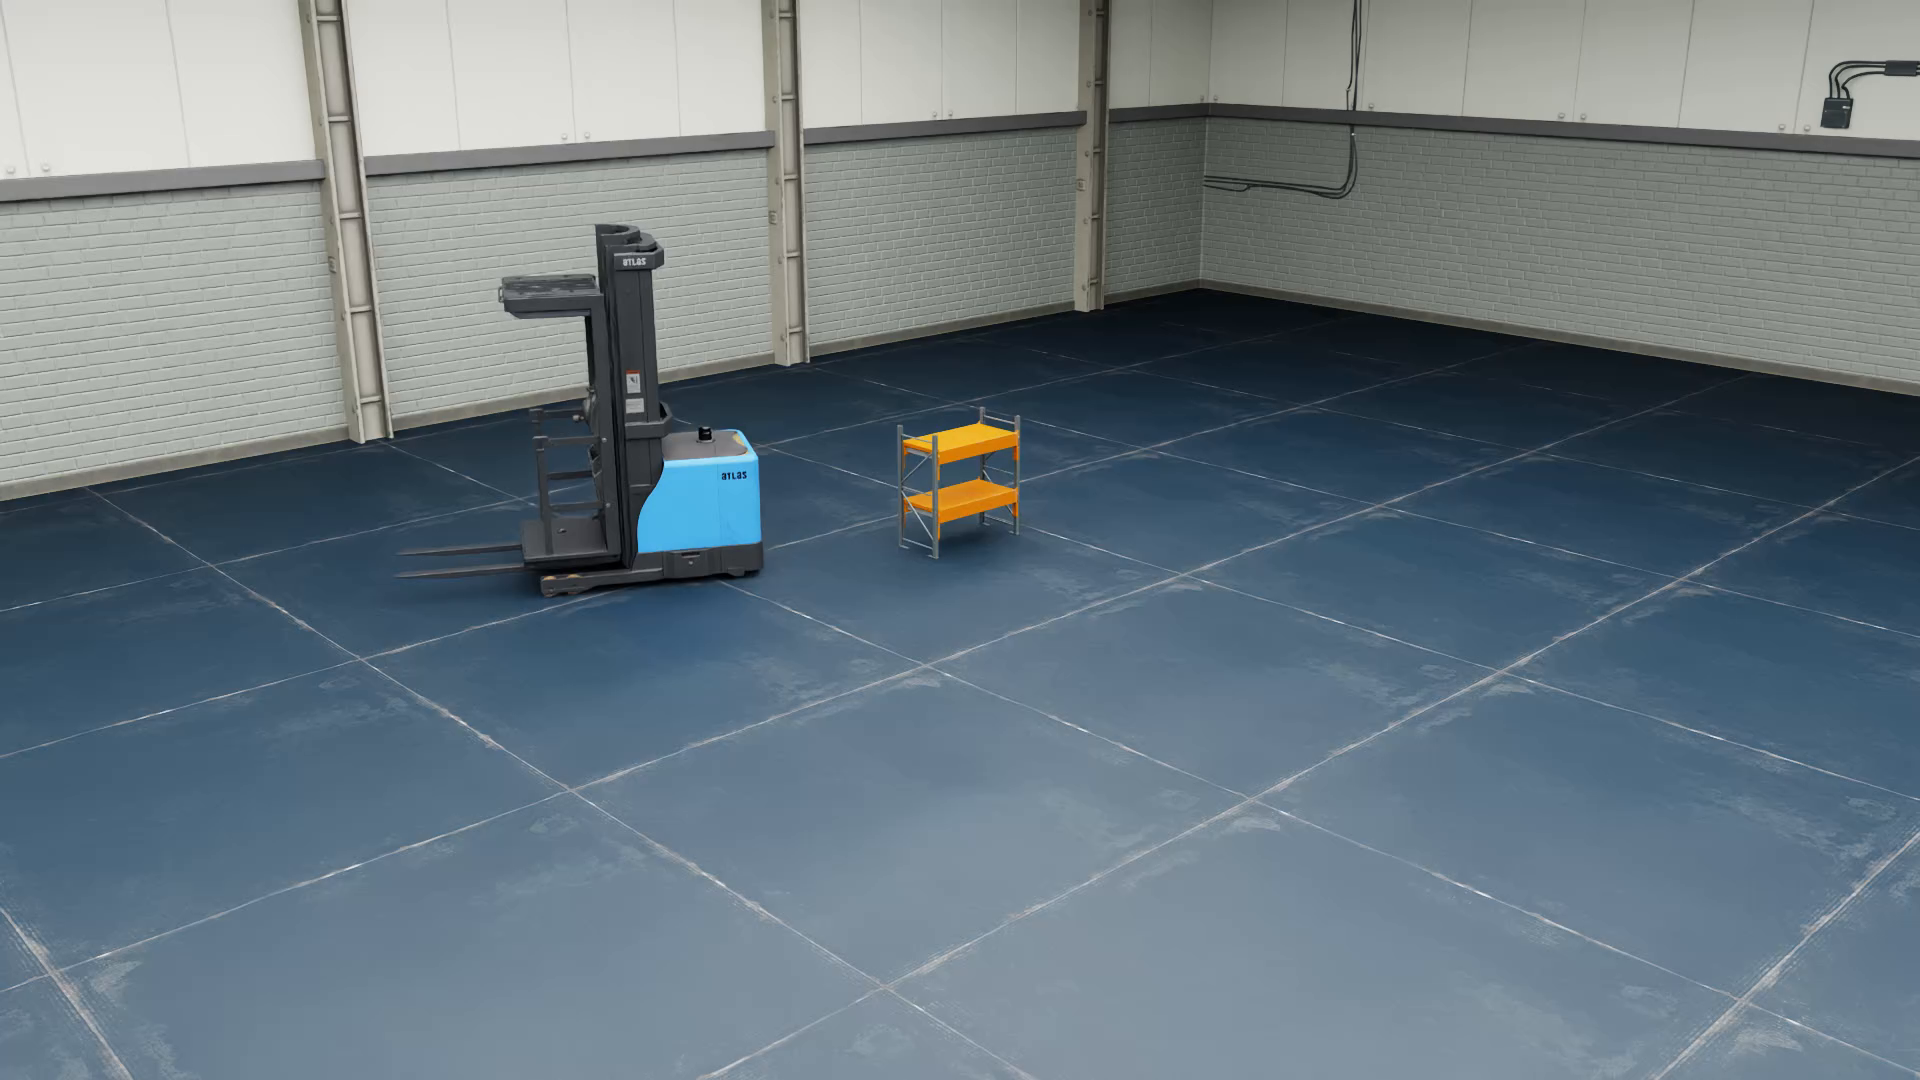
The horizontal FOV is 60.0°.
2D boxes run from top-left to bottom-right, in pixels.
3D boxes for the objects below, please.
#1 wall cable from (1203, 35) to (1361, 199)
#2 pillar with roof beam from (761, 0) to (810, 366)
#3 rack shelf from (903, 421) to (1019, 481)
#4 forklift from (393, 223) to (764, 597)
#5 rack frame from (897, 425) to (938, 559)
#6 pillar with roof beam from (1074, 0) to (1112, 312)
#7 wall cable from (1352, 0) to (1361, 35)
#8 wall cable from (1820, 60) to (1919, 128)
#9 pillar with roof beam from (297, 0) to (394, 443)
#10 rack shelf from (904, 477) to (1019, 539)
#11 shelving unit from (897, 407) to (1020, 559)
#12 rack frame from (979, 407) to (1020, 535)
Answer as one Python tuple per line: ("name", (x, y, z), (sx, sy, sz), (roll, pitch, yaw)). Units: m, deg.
("wall cable", (5.109, -6.829, 26.756), (0.112, 2.526, 3.097), (-16, 24, -41))
("pillar with roof beam", (0.658, -5.742, 18.369), (0.400, 9.000, 9.100), (-16, 24, -41))
("rack shelf", (-0.005, -0.812, 14.982), (1.000, 0.278, 0.538), (-16, 24, -41))
("forklift", (-3.265, -1.105, 13.905), (3.031, 2.935, 1.130), (-5, 19, -15))
("rack frame", (-0.374, -0.426, 14.740), (0.032, 1.125, 0.500), (-16, 24, -41))
("pillar with roof beam", (5.017, -7.013, 22.290), (0.400, 9.000, 9.100), (-16, 24, -41))
("wall cable", (6.968, -8.625, 24.107), (0.112, 2.526, 3.097), (-16, 24, -41))
("wall cable", (11.620, -7.793, 19.180), (0.169, 6.003, 2.305), (-16, 24, -41))
("pillar with roof beam", (-3.702, -4.470, 14.448), (0.400, 9.000, 9.100), (-16, 24, -41))
("rack shelf", (-0.005, -0.301, 15.148), (1.000, 0.278, 0.538), (-16, 24, -41))
("shelving unit", (-0.005, -0.534, 15.072), (1.048, 1.125, 0.538), (-16, 24, -41))
("rack frame", (0.364, -0.641, 15.404), (0.032, 1.125, 0.500), (-16, 24, -41))
